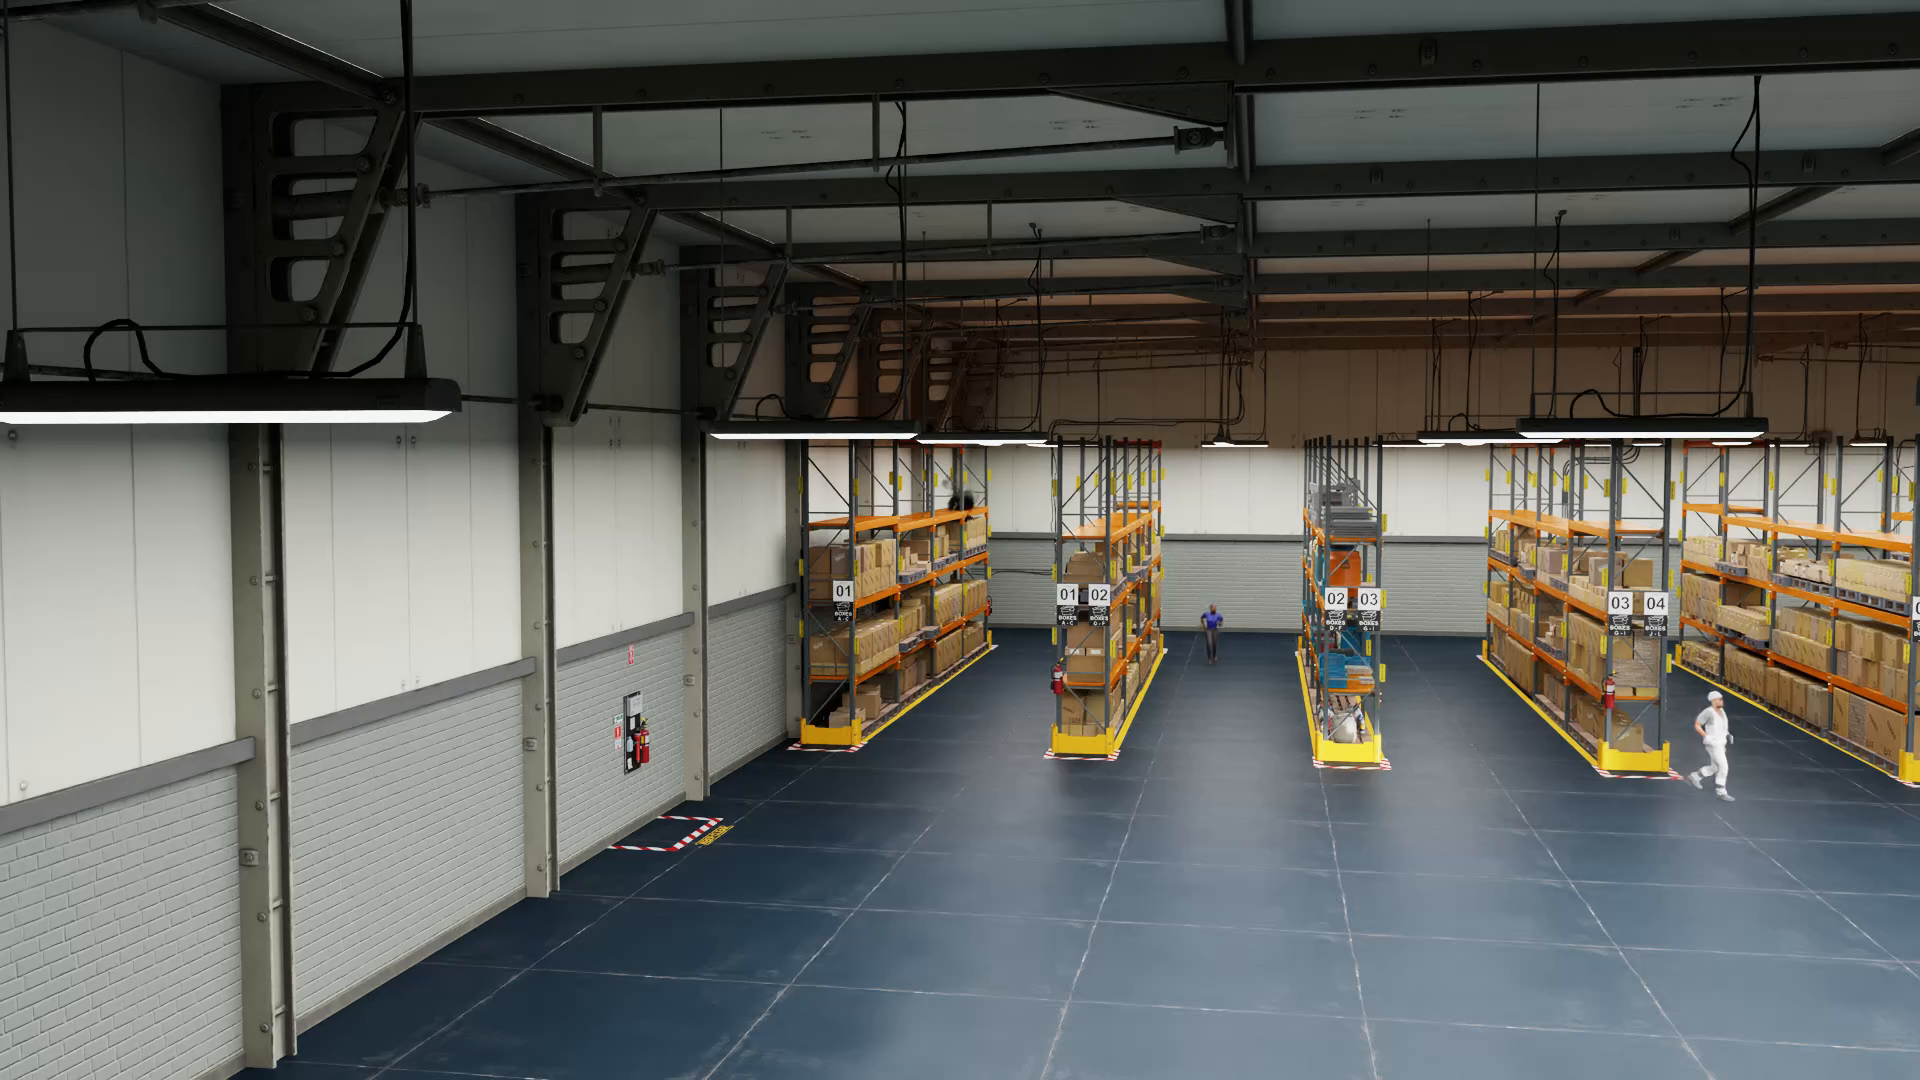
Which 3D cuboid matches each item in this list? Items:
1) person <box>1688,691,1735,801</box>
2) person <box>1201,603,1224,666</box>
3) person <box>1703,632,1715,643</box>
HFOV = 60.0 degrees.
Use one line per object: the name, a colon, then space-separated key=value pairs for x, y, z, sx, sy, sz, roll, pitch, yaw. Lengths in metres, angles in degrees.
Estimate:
person: x=12.358 y=3.358 z=27.353 sx=0.675 sy=1.768 sz=0.822 roll=-2 pitch=4 yaw=-37
person: x=6.752 y=2.496 z=44.437 sx=0.616 sy=1.639 sz=0.938 roll=0 pitch=3 yaw=2
person: x=20.730 y=2.414 z=45.667 sx=0.790 sy=1.708 sz=0.591 roll=1 pitch=3 yaw=13
